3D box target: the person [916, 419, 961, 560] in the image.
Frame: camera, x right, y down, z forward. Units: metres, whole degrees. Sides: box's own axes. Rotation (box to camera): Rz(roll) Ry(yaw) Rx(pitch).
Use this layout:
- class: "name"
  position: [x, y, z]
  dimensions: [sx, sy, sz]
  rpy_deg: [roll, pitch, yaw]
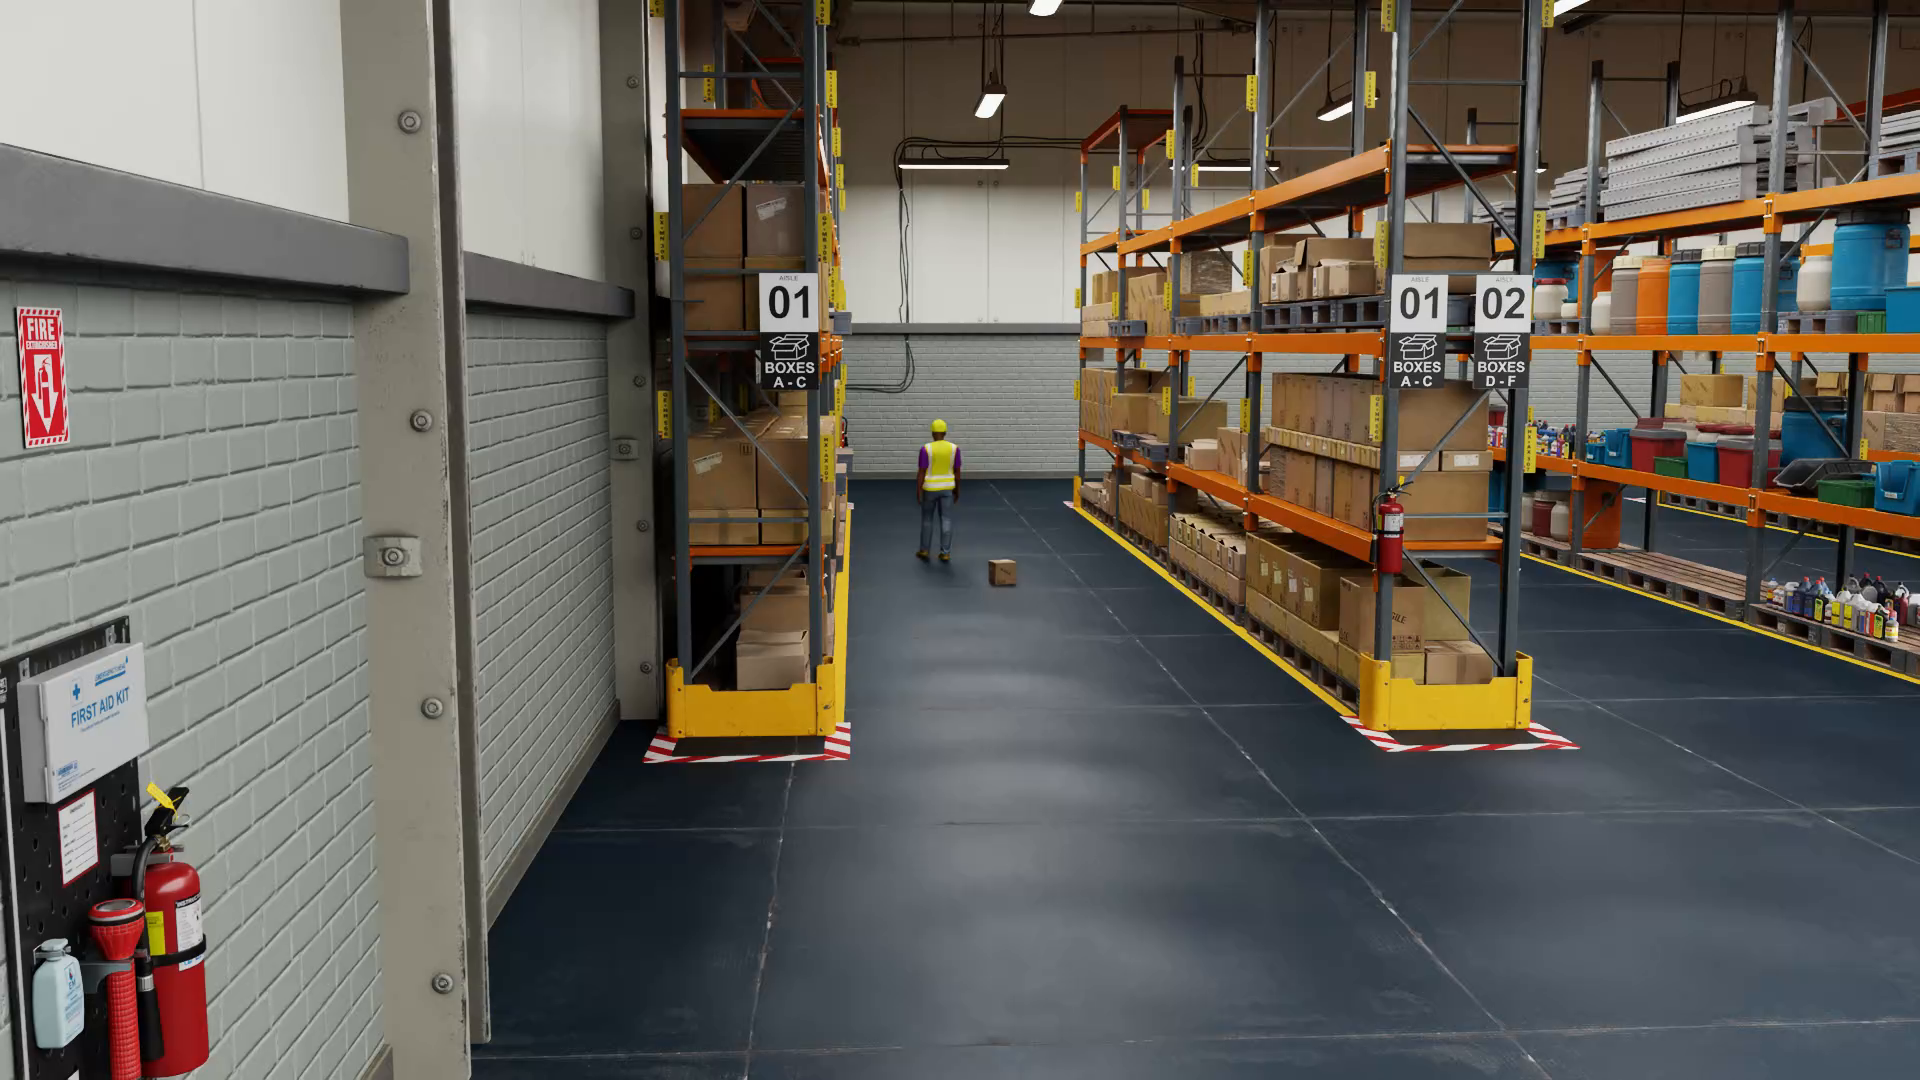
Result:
- class: "person"
  position: [-0.301, -0.654, 21.007]
  dimensions: [0.576, 1.749, 0.745]
  rpy_deg: [-2, 7, -12]
